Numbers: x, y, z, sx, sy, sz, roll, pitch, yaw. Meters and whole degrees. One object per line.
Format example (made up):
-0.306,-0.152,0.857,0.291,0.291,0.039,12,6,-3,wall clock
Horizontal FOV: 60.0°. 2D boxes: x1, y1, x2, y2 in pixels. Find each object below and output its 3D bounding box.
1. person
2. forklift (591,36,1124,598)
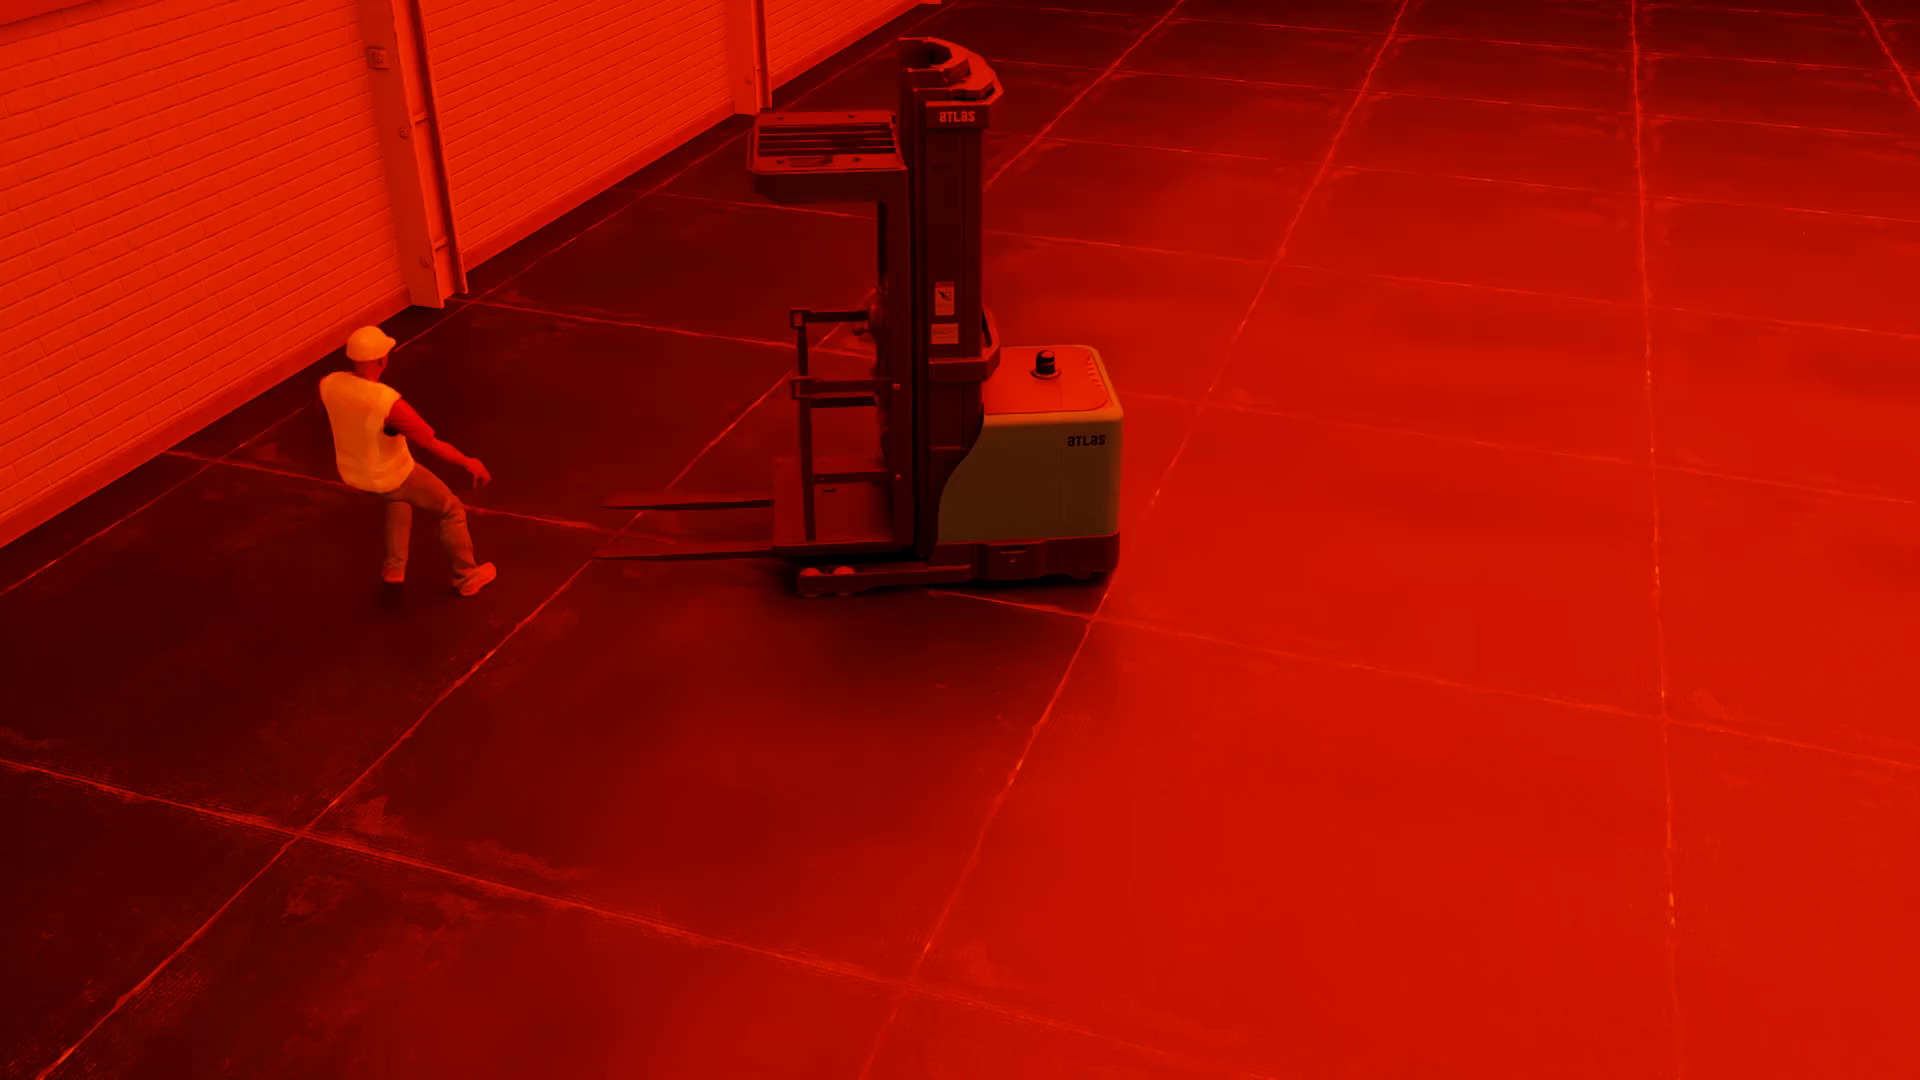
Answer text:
-3.061,-0.439,9.188,0.844,1.670,0.628,13,32,21,person
-0.625,-1.218,9.272,3.031,2.935,1.130,-3,30,-5,forklift
